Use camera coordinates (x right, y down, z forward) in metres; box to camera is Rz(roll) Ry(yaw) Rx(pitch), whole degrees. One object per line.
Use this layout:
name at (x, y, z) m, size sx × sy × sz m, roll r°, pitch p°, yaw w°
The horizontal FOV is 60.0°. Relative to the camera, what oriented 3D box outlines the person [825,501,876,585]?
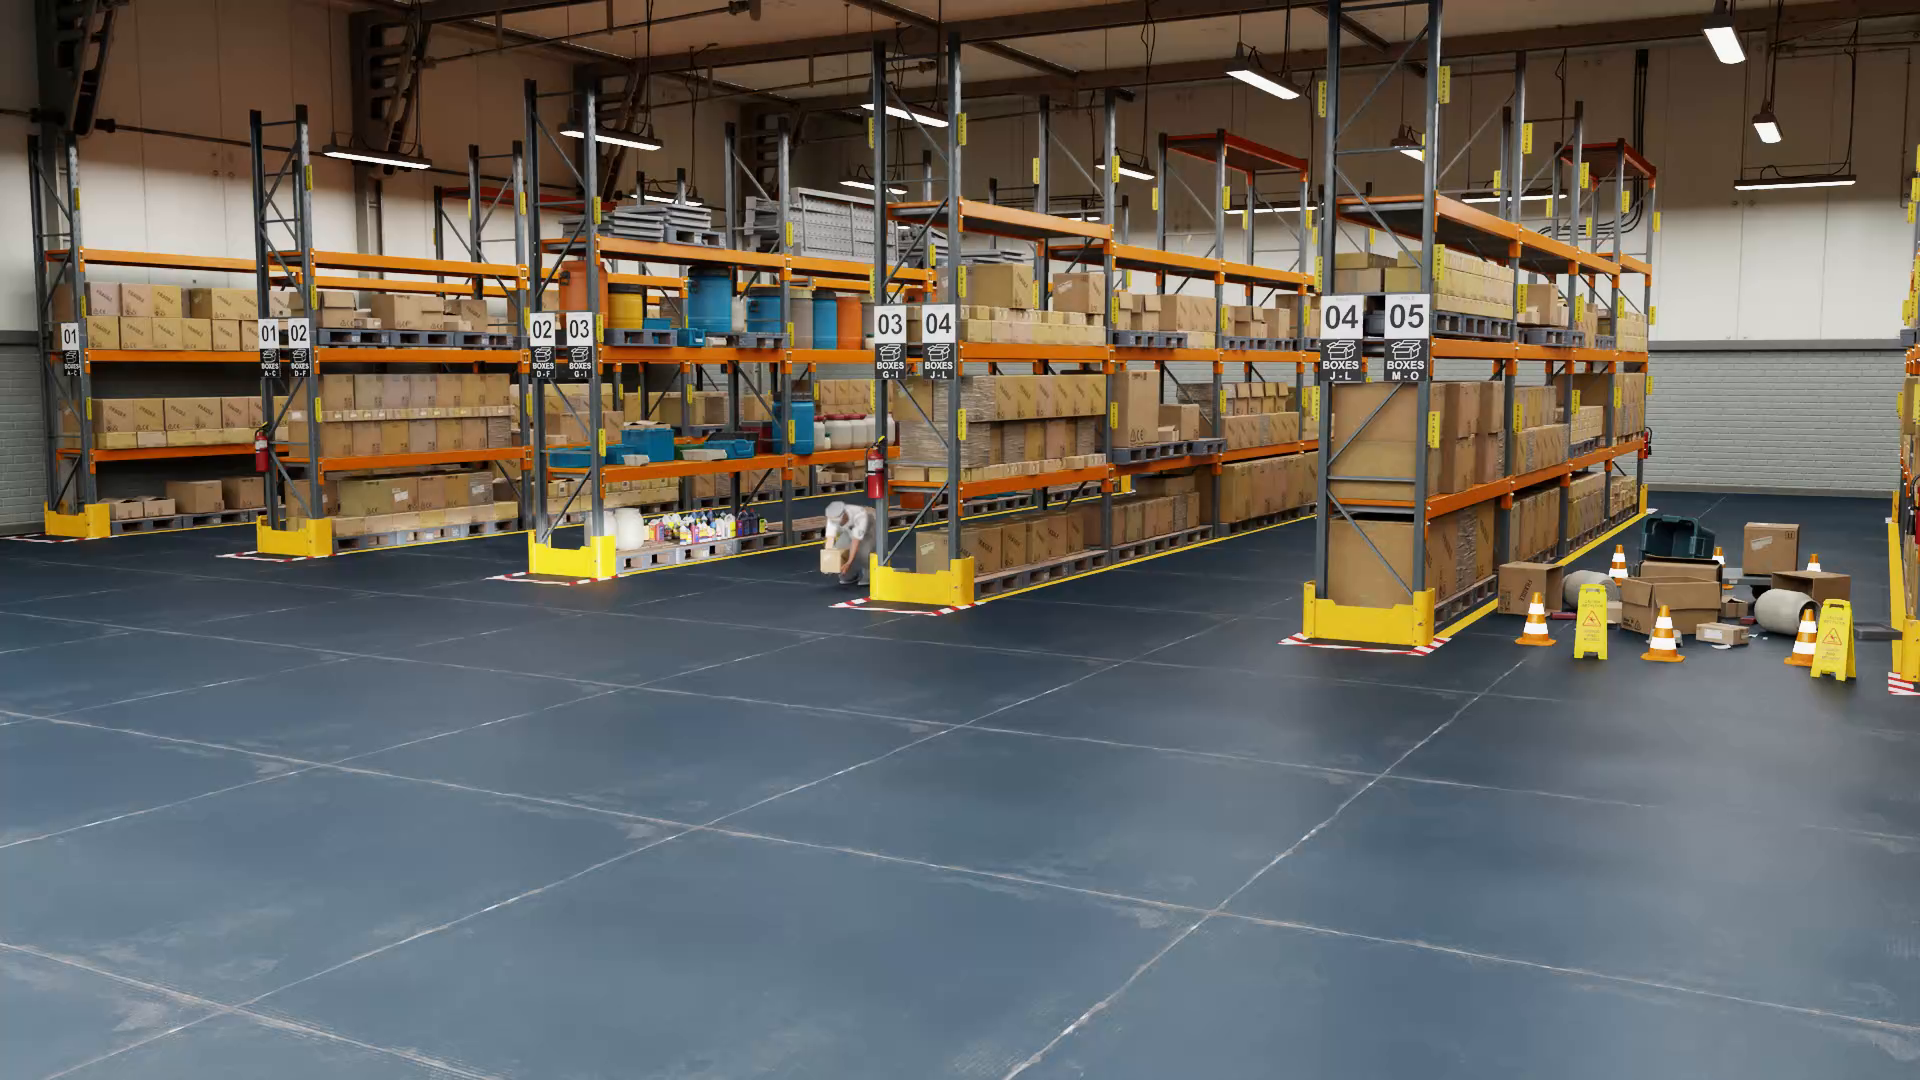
person at (-1.269, 0.026, 19.453) m, size 0.526 × 1.018 × 1.010 m, roll 3°, pitch 7°, yaw 26°
